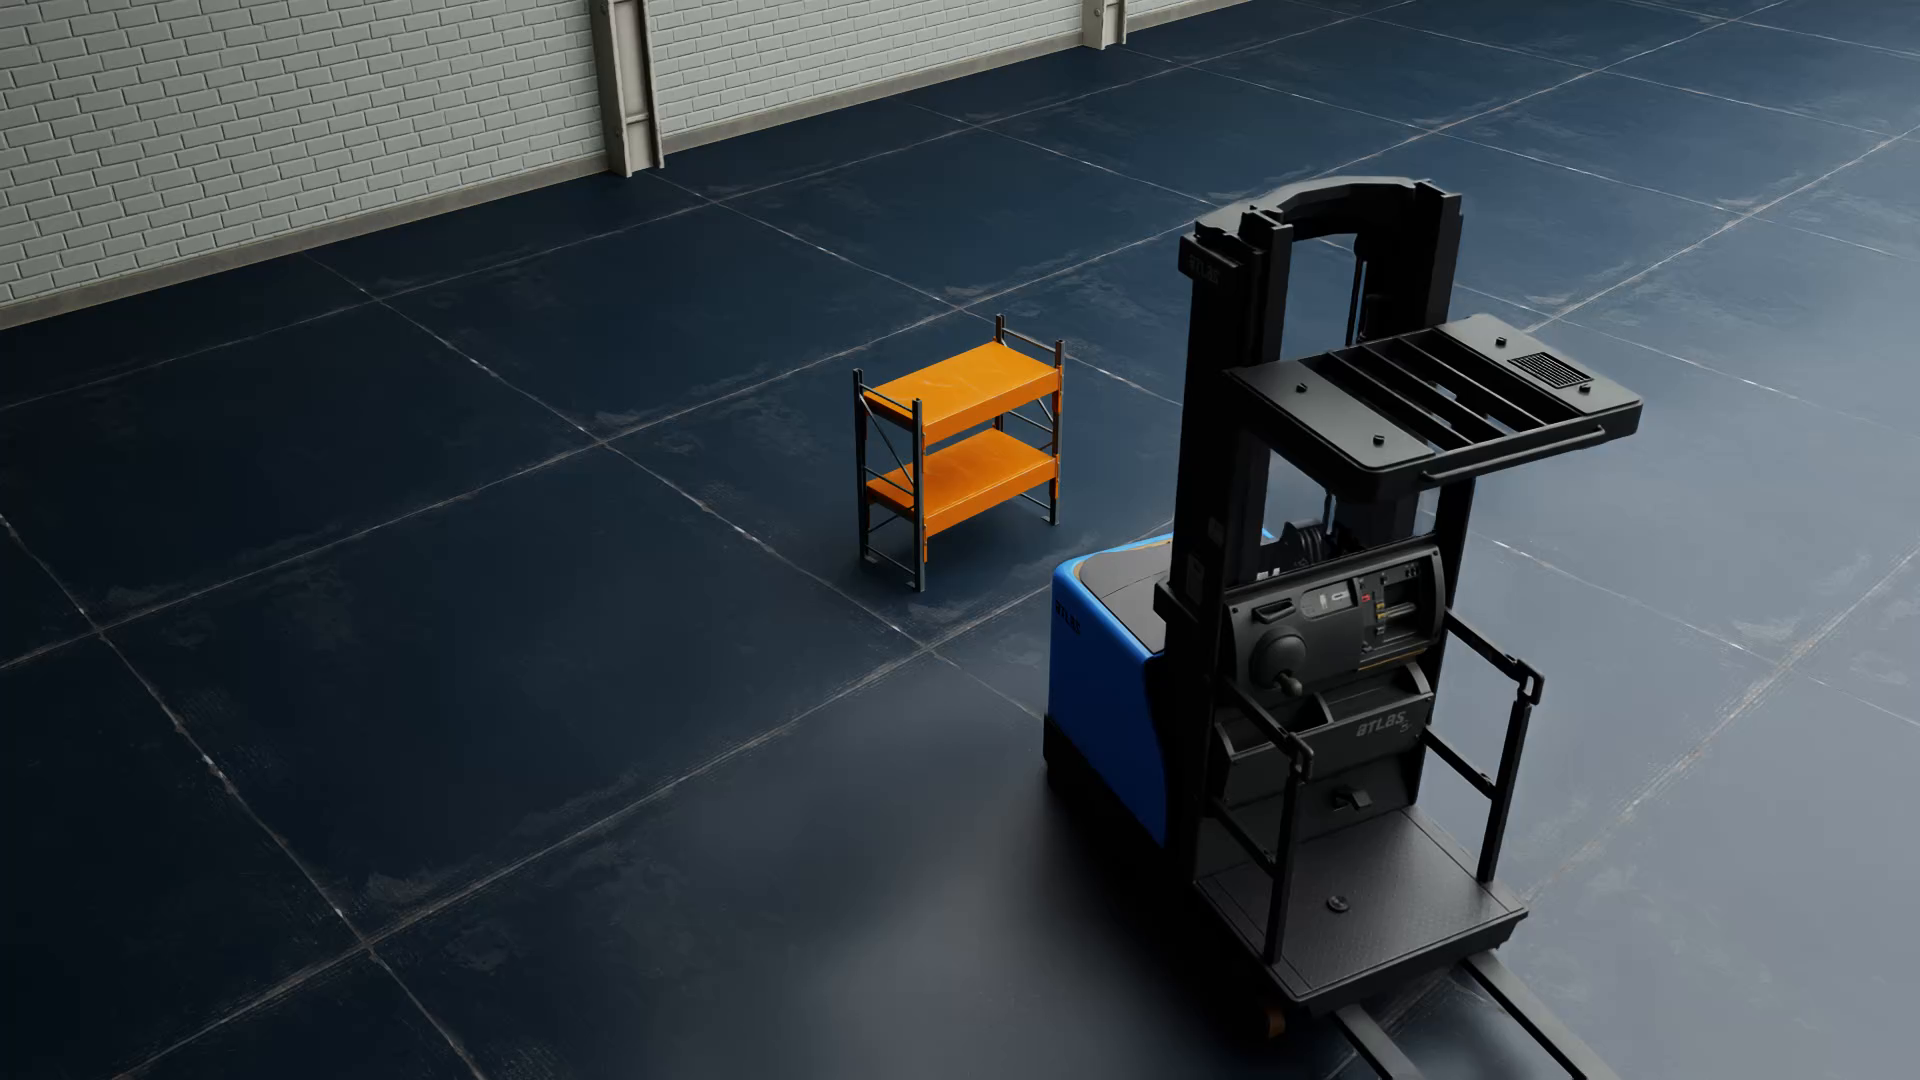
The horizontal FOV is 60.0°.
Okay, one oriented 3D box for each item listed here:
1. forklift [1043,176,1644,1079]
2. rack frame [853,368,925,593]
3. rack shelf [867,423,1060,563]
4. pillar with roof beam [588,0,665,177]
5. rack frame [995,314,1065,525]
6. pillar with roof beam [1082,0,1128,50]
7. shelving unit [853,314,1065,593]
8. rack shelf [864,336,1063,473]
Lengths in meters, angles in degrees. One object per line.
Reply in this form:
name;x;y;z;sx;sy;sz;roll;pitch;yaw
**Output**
forklift;1.467;0.348;5.871;1.130;2.935;3.031;-14;34;-22
rack frame;-0.368;-0.302;8.666;0.032;1.125;0.500;-26;40;-35
rack shelf;0.005;-0.274;9.088;1.000;0.278;0.538;-26;40;-35
pillar with roof beam;0.086;-5.457;9.548;0.400;9.000;9.100;-26;40;-35
rack frame;0.378;-0.663;9.255;0.032;1.125;0.500;-26;40;-35
pillar with roof beam;4.485;-7.585;13.029;0.400;9.000;9.100;-26;40;-35
shelving unit;0.005;-0.482;8.960;1.048;1.125;0.538;-26;40;-35
rack shelf;0.005;-0.732;8.808;1.000;0.278;0.538;-26;40;-35
